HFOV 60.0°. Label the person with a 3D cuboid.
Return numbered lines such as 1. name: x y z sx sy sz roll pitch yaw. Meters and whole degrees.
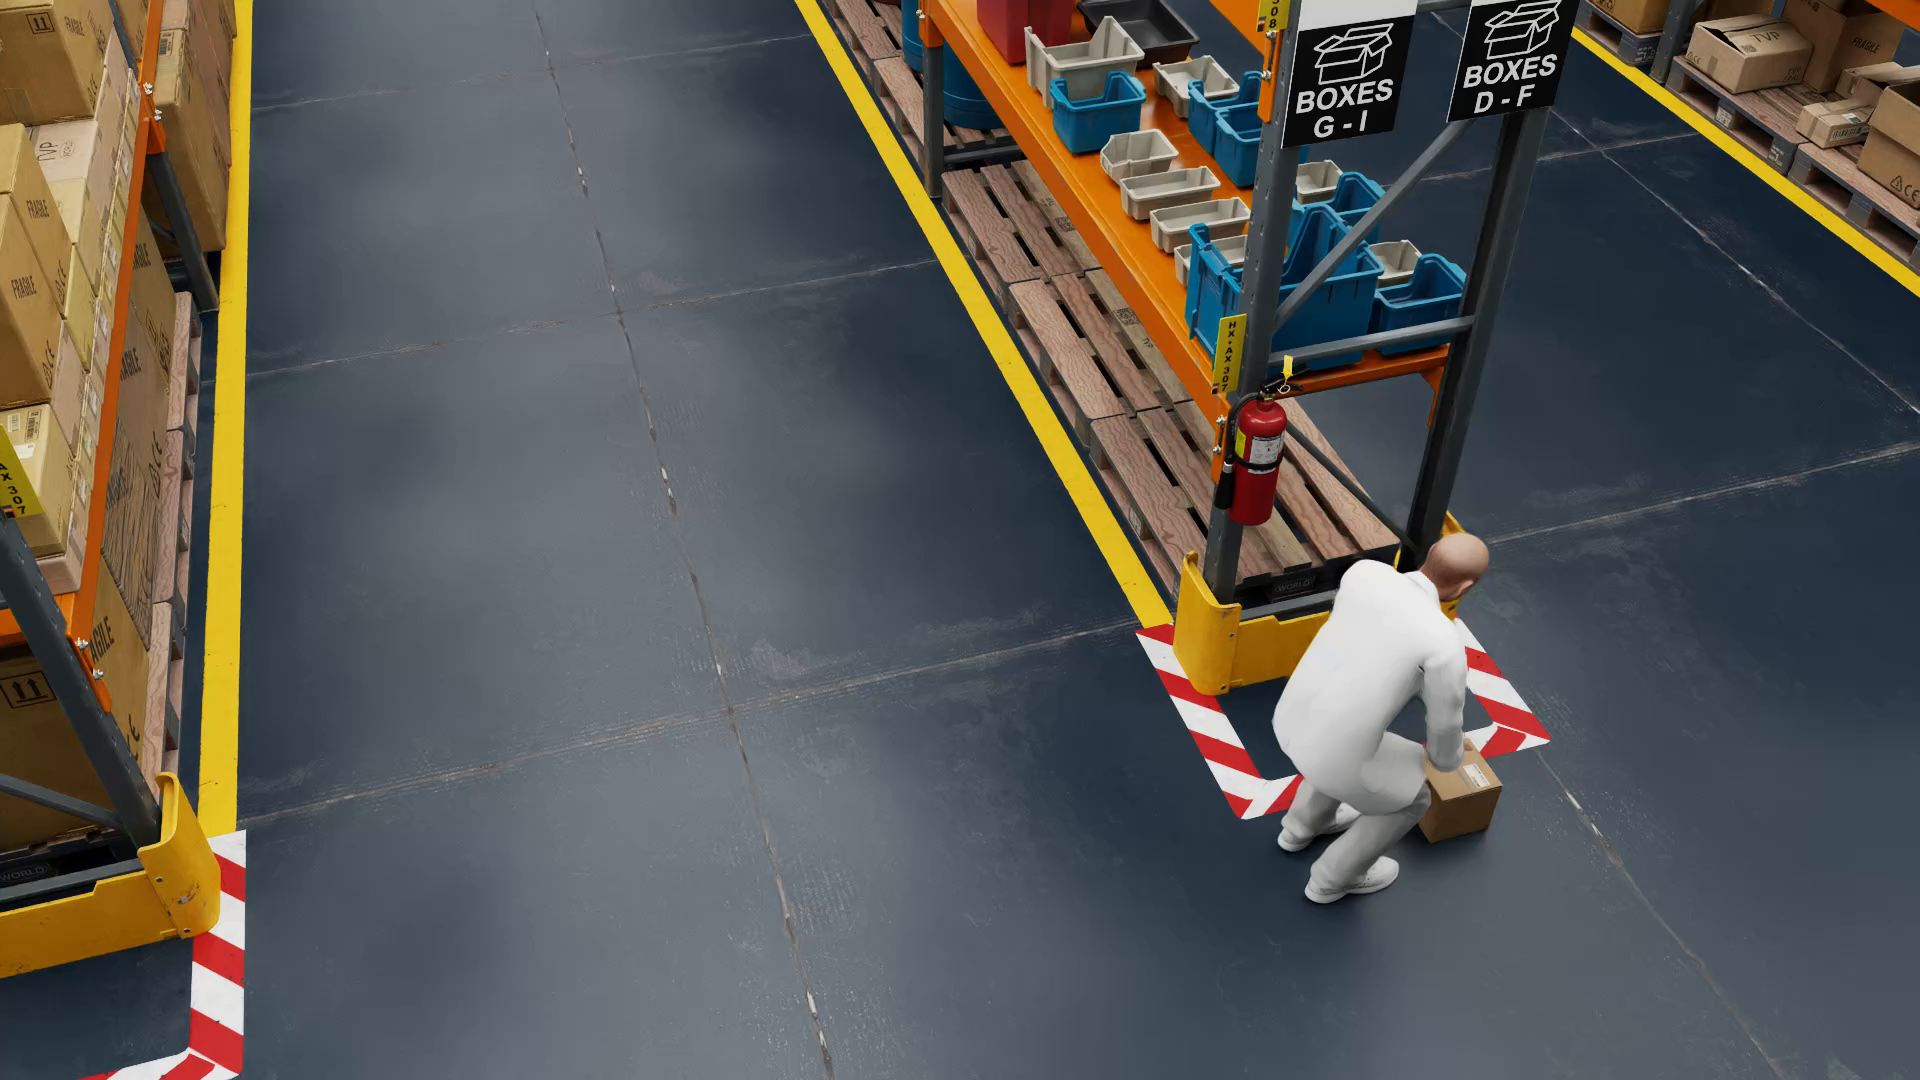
1. person: 1.399 0.612 5.741 0.701 1.440 0.631 -16 44 -17
